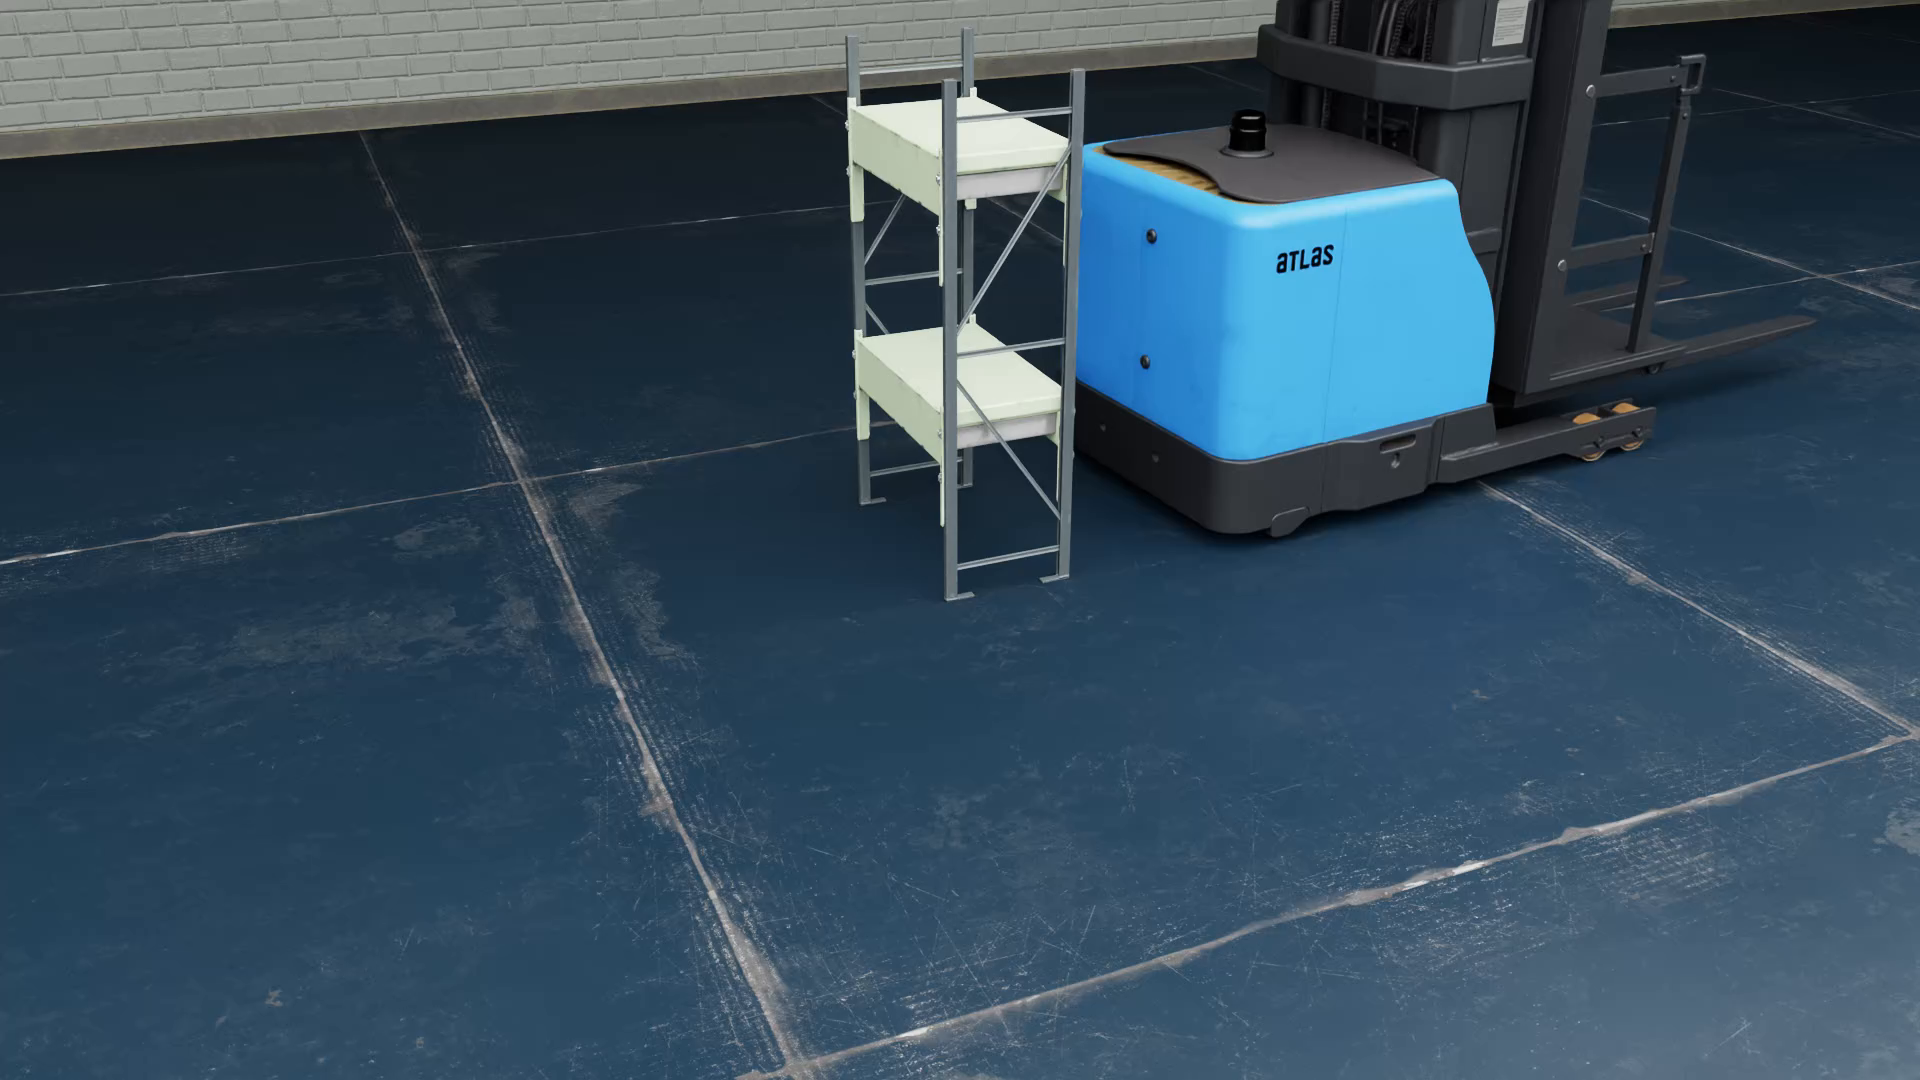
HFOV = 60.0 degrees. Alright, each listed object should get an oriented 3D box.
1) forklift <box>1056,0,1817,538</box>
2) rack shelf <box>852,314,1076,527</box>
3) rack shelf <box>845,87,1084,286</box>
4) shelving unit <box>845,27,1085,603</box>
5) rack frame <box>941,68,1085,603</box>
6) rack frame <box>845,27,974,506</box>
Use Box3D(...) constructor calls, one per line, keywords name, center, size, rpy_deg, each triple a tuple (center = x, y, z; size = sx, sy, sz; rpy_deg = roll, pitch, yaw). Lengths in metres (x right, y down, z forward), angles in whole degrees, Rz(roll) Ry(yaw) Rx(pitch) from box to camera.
Box3D(name="forklift", center=(1.872, -1.778, 5.552), size=(3.031, 2.935, 1.130), rpy_deg=(-14, 29, -26))
Box3D(name="rack shelf", center=(-0.003, -0.384, 5.070), size=(0.431, 0.370, 0.720), rpy_deg=(-11, 28, -21))
Box3D(name="rack shelf", center=(-0.003, -1.027, 4.755), size=(0.431, 0.370, 0.720), rpy_deg=(-11, 28, -21))
Box3D(name="shelving unit", center=(-0.003, -0.677, 4.926), size=(0.431, 1.500, 0.755), rpy_deg=(-11, 28, -21))
Box3D(name="rack frame", center=(0.141, -0.529, 4.624), size=(0.400, 1.500, 0.023), rpy_deg=(-11, 28, -21))
Box3D(name="rack frame", center=(-0.146, -0.824, 5.229), size=(0.400, 1.500, 0.023), rpy_deg=(-11, 28, -21))
